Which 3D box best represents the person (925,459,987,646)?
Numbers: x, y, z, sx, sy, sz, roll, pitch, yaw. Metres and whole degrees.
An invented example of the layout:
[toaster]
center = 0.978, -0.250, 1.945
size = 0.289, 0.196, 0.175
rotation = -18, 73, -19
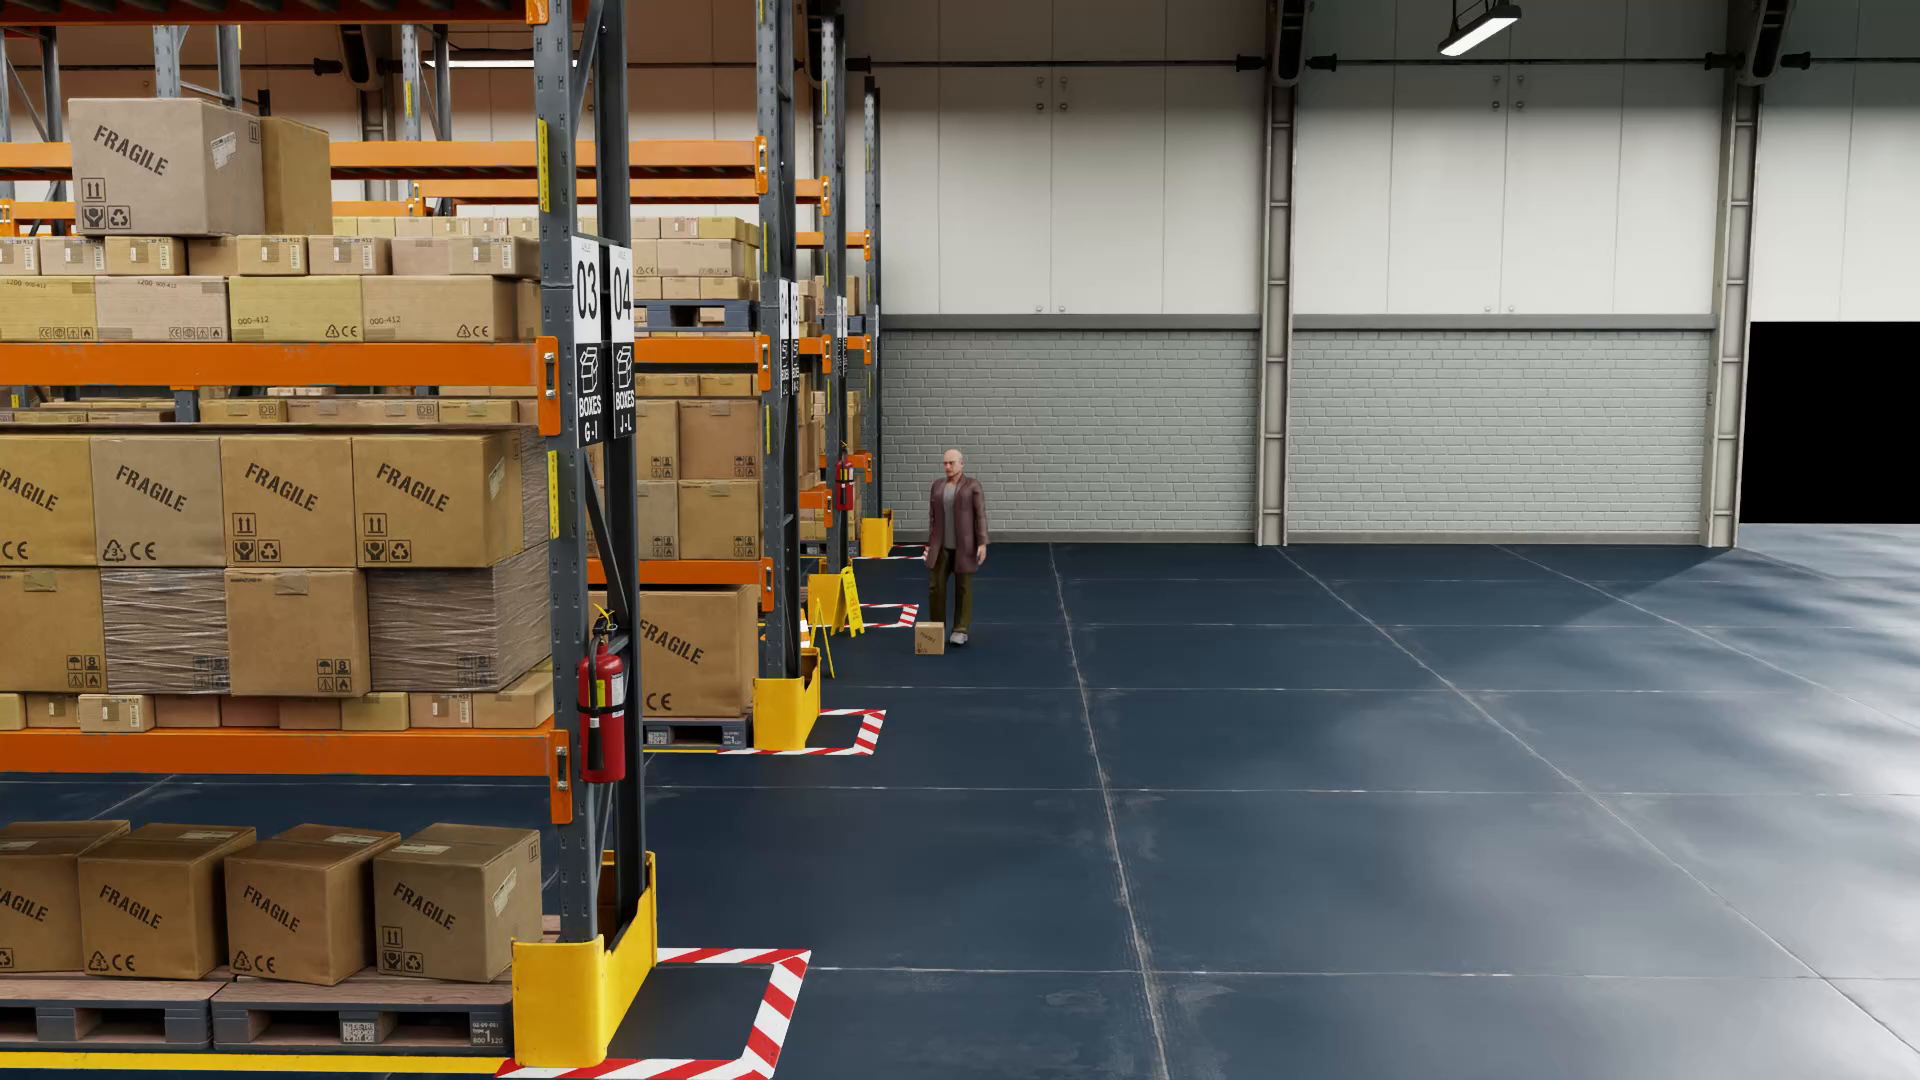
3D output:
[person]
center = -0.034, 0.114, 15.240
size = 0.595, 1.707, 0.449
rotation = 4, 8, 28
